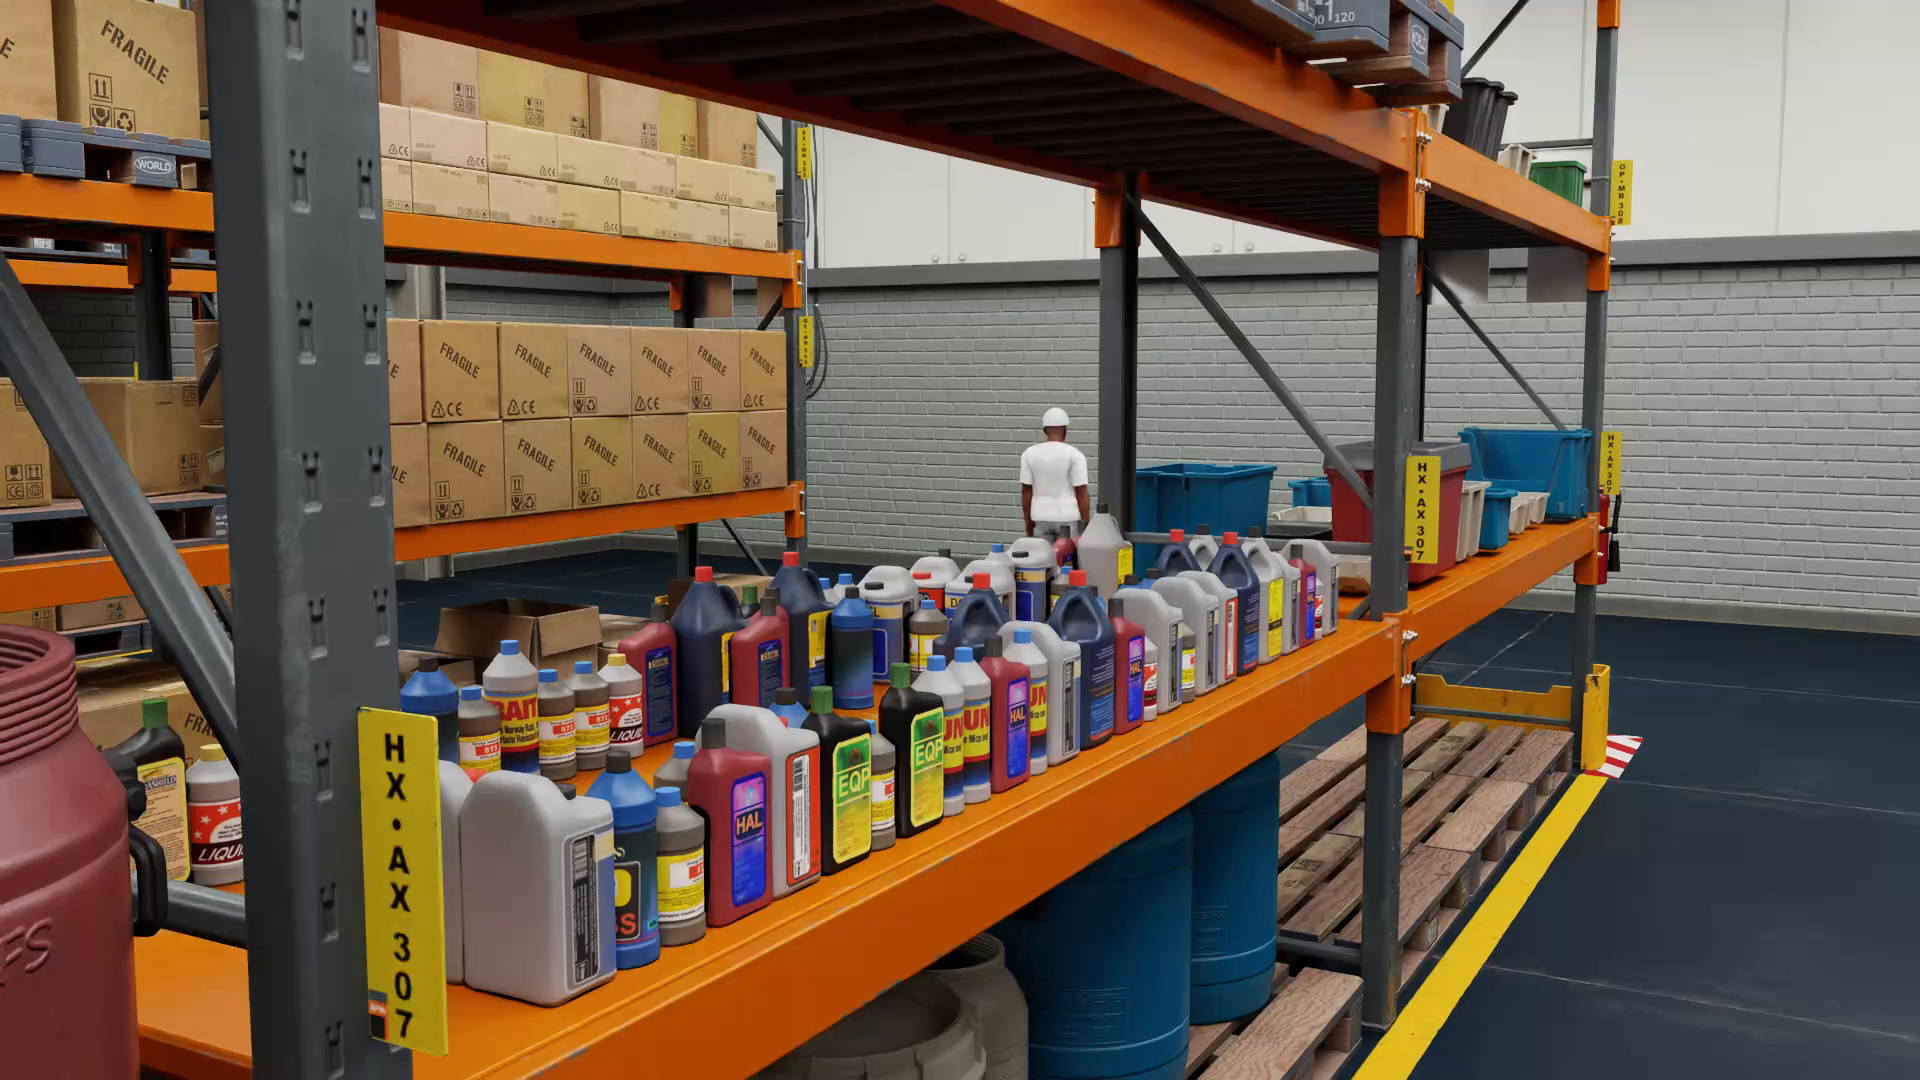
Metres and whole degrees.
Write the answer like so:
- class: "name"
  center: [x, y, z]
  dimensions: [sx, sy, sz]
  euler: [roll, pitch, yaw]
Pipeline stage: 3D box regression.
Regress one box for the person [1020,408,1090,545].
- class: "person"
  center: [0.754, -0.103, 12.953]
  dimensions: [0.567, 1.849, 0.406]
  euler: [3, 7, 30]
